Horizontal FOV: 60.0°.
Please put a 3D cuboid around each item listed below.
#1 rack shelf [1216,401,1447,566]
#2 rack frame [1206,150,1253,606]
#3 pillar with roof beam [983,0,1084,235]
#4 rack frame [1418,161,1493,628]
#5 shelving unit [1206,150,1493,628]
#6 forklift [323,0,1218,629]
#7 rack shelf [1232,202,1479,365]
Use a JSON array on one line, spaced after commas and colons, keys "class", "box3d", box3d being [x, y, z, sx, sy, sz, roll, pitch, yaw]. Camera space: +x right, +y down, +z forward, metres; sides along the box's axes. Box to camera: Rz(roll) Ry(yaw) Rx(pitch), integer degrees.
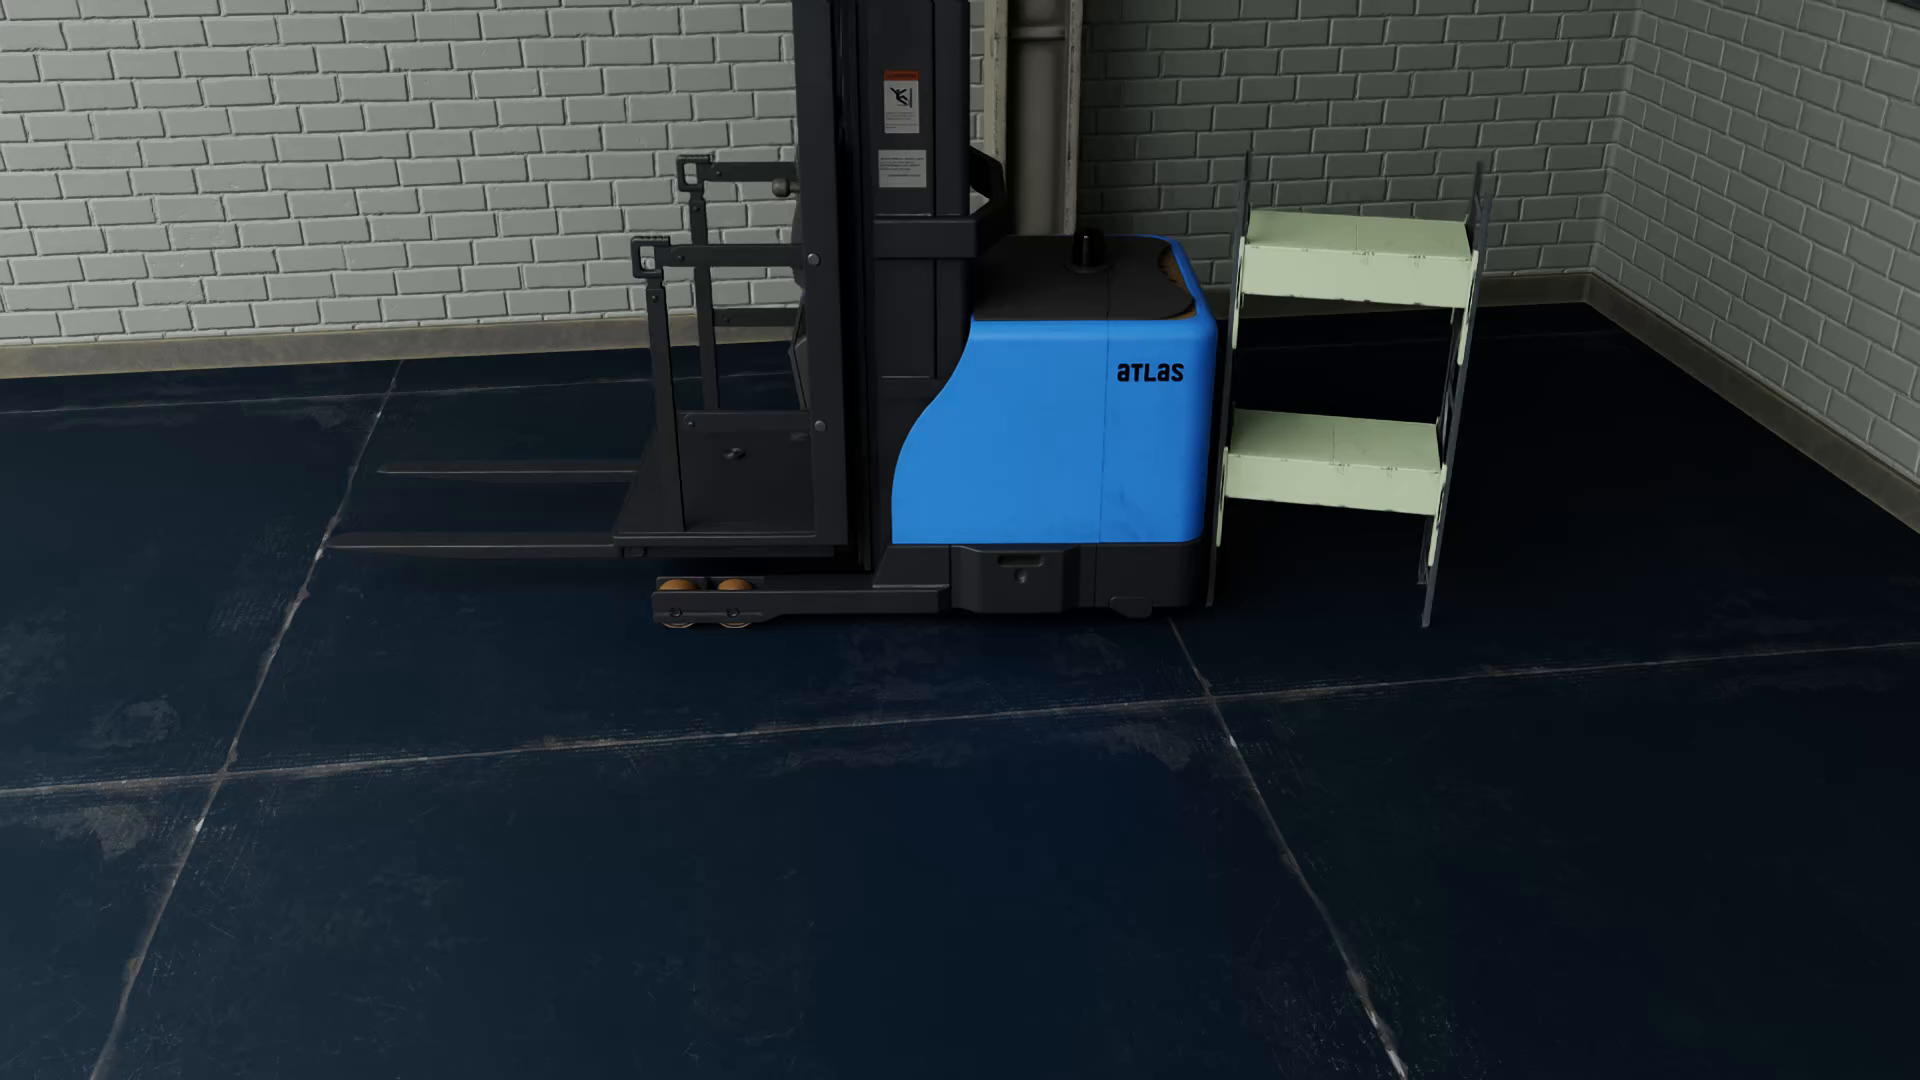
[{"class": "rack shelf", "box3d": [1.269, -0.202, 5.715, 0.720, 0.370, 0.431, 5, 28, 10]}, {"class": "rack frame", "box3d": [0.911, -0.526, 5.632, 0.023, 1.500, 0.400, 5, 28, 10]}, {"class": "pillar with roof beam", "box3d": [0.931, -3.056, 2.349, 0.400, 9.000, 9.100, -4, 27, -7]}, {"class": "rack frame", "box3d": [1.628, -0.458, 5.501, 0.023, 1.500, 0.400, 5, 28, 10]}, {"class": "shelving unit", "box3d": [1.269, -0.492, 5.566, 0.755, 1.500, 0.431, 5, 28, 10]}, {"class": "forklift", "box3d": [-0.683, -1.245, 5.465, 3.031, 2.935, 1.130, 0, 27, -1]}, {"class": "rack shelf", "box3d": [1.269, -0.839, 5.388, 0.720, 0.370, 0.431, 5, 28, 10]}]
